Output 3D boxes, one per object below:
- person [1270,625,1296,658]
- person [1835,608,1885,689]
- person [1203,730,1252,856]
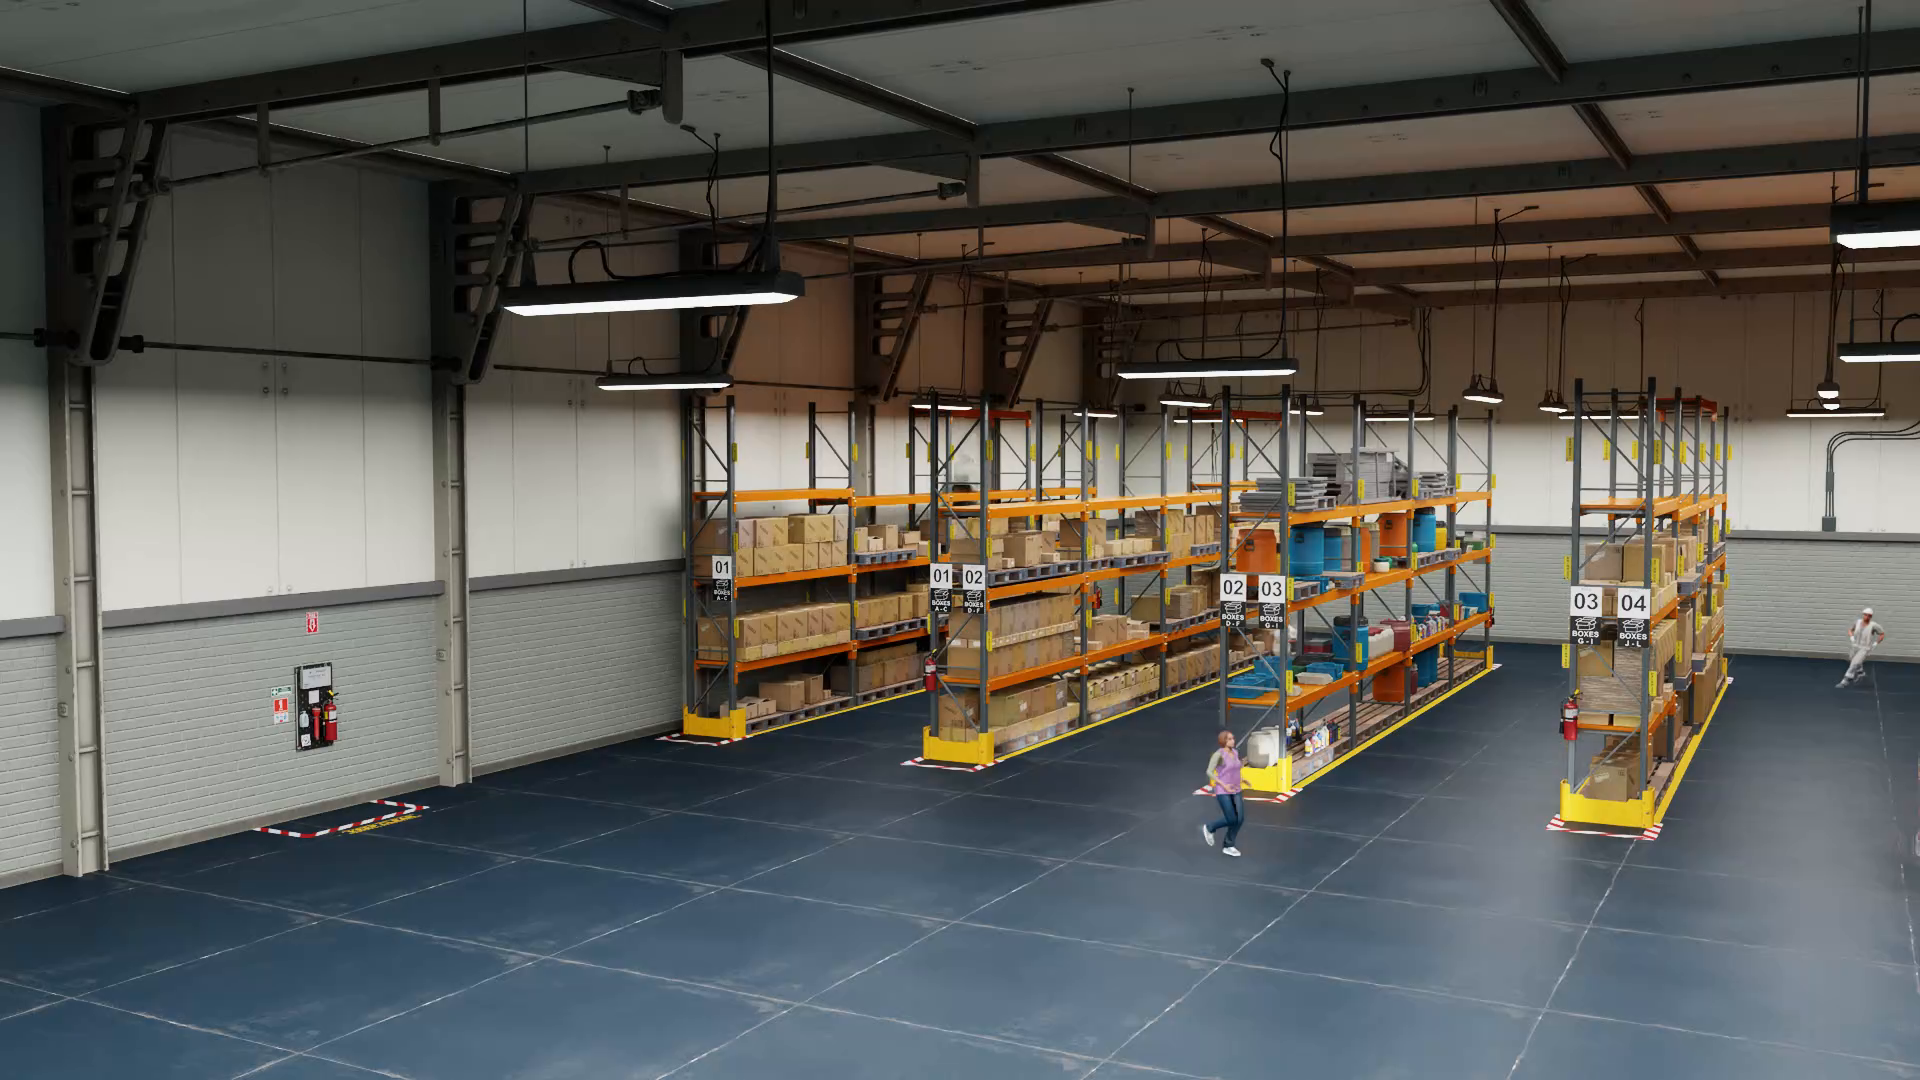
[{"bbox_3d":[6.651,2.336,34.271,0.562,1.721,0.867,1,3,16],"label":"person"},{"bbox_3d":[19.085,2.288,35.136,1.002,1.704,0.715,-2,4,-32],"label":"person"},{"bbox_3d":[3.310,3.136,20.690,0.537,1.547,0.565,-3,4,-40],"label":"person"}]
